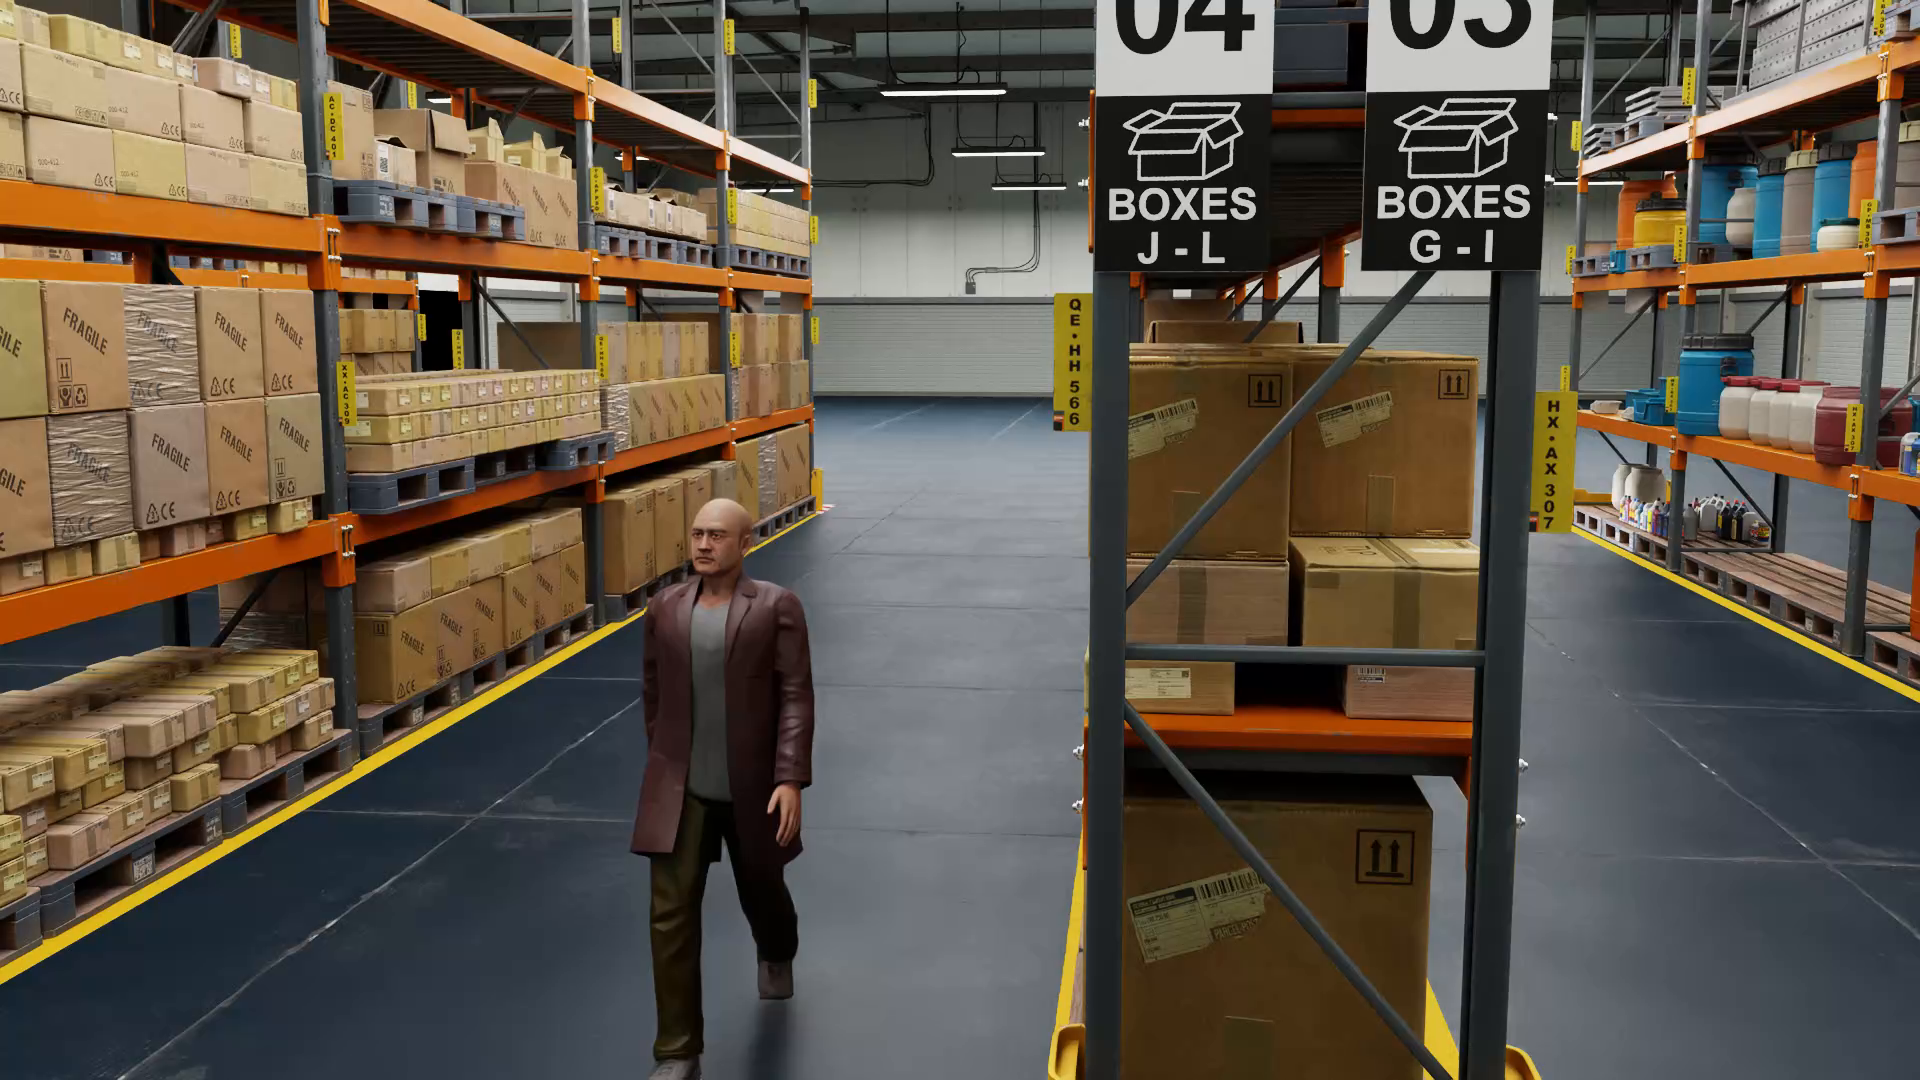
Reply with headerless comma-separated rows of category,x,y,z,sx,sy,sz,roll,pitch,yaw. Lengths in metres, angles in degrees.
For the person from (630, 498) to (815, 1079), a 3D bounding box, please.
person,-0.723,0.742,5.138,0.573,1.738,1.065,1,7,4
